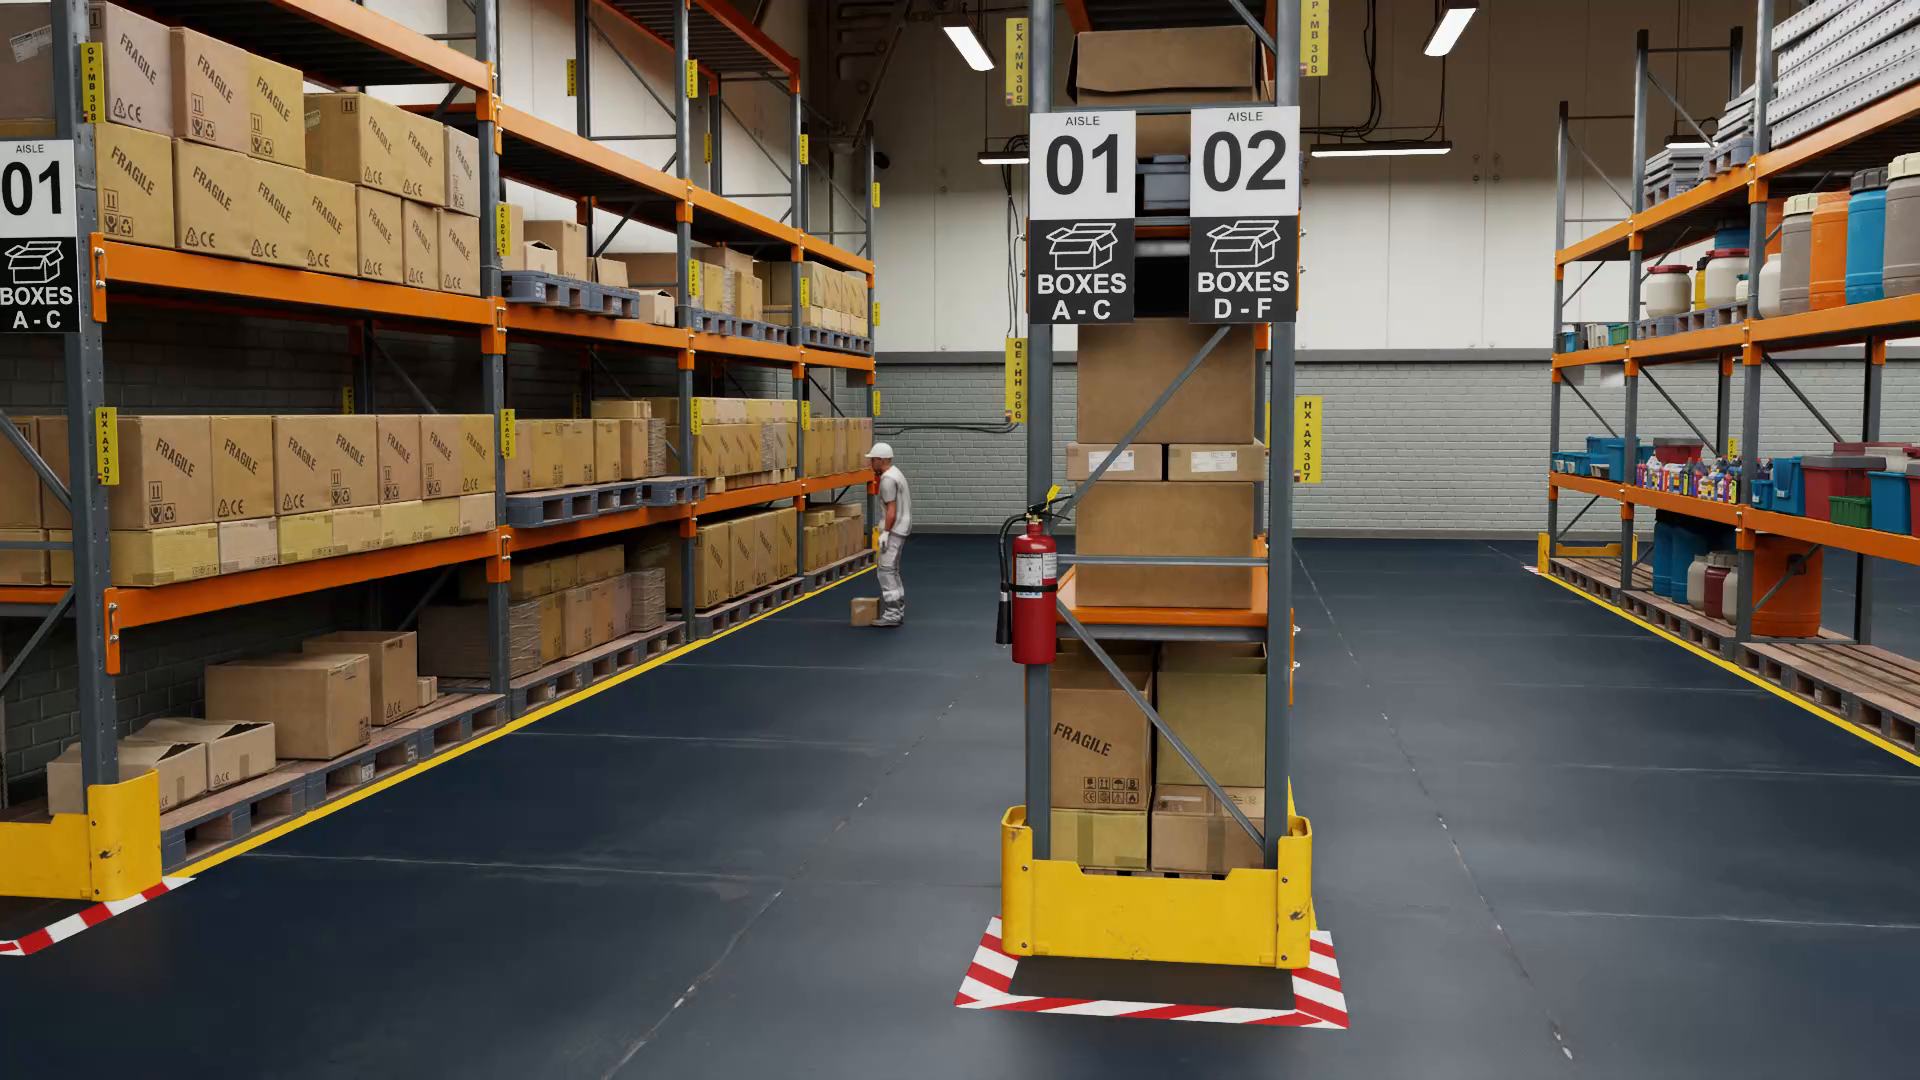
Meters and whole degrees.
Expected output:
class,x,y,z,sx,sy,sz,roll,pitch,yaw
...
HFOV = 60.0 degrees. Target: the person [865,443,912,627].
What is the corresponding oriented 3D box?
class,x,y,z,sx,sy,sz,roll,pitch,yaw
person,-0.698,-0.054,16.197,0.454,1.777,0.606,0,4,6
